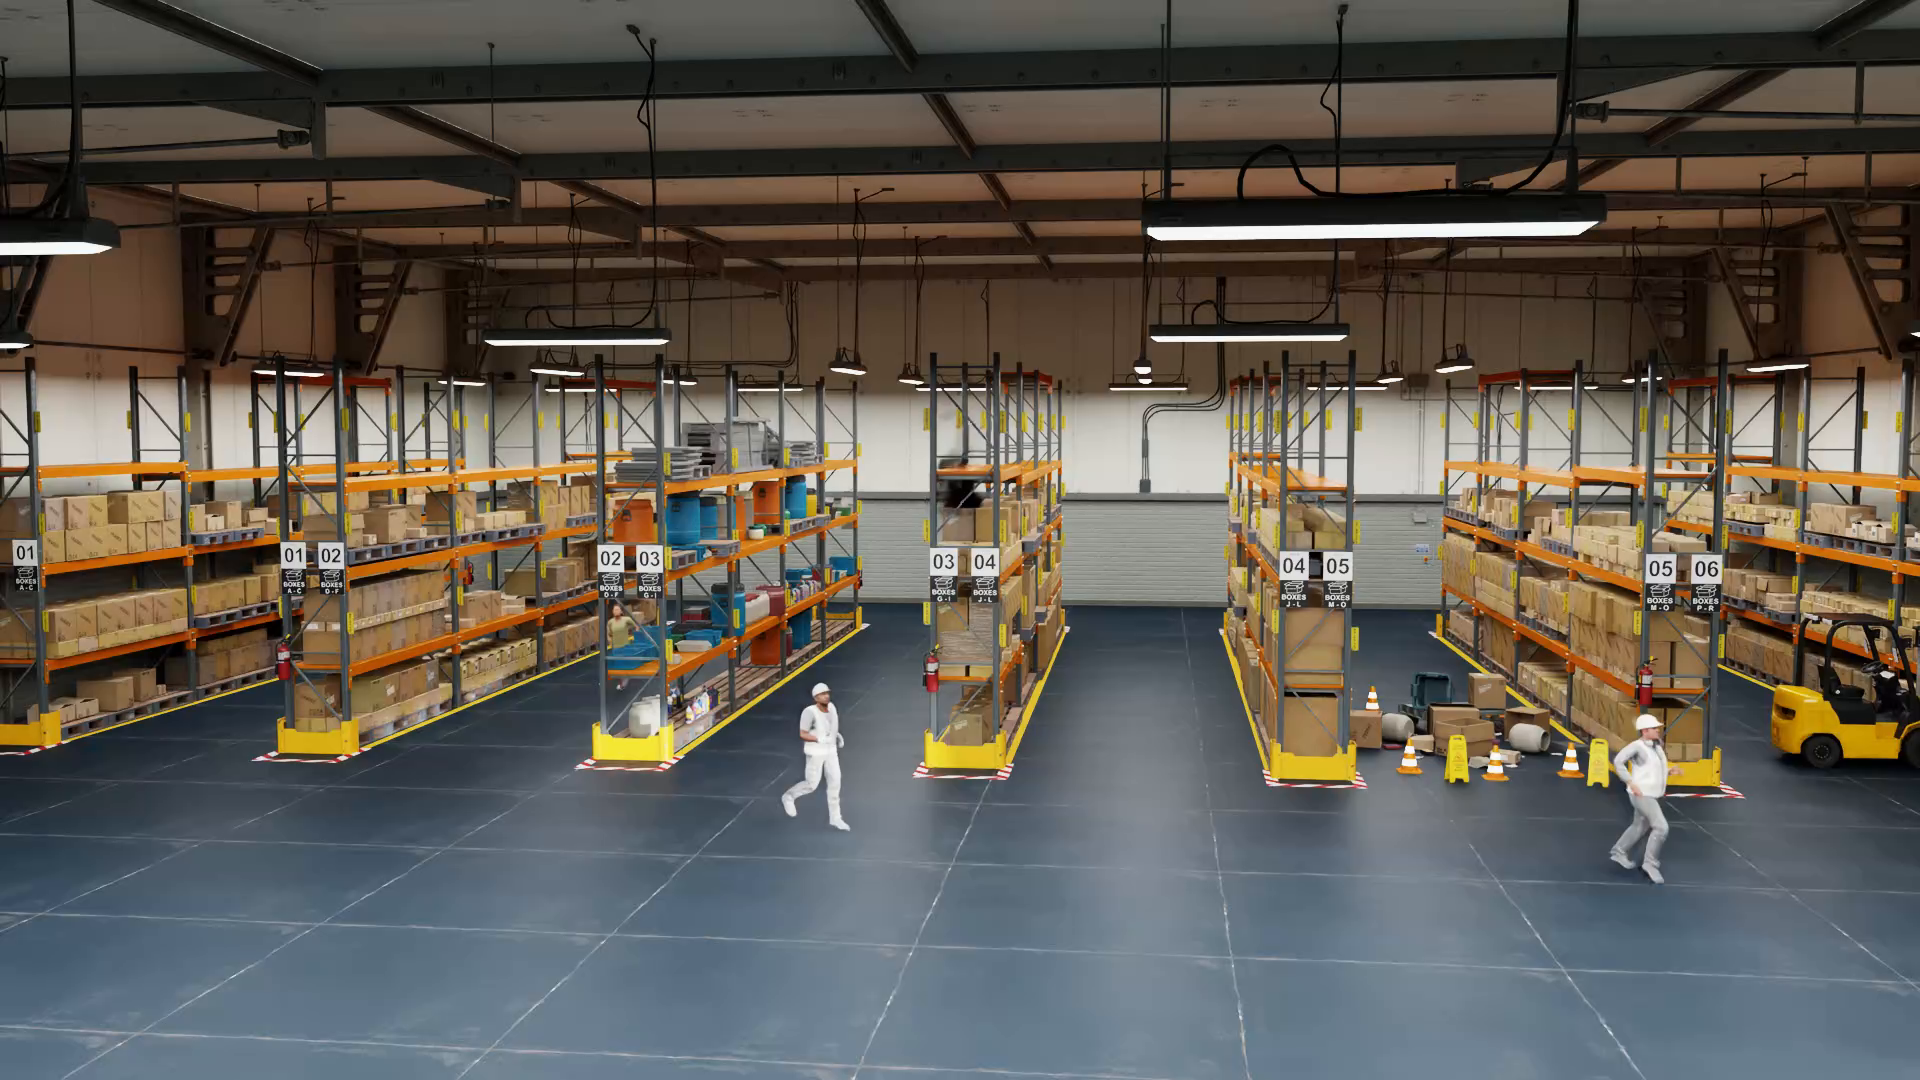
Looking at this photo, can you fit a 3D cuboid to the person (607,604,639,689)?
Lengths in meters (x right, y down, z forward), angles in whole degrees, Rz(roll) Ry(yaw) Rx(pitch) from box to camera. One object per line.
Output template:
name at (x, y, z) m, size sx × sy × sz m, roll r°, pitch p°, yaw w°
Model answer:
person at (-6.305, 2.033, 30.908) m, size 0.596 × 1.548 × 0.712 m, roll 0°, pitch 4°, yaw 6°

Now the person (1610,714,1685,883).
person at (7.554, 2.832, 18.315) m, size 0.777 × 1.833 × 0.638 m, roll 4°, pitch 6°, yaw 44°

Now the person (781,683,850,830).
person at (-1.758, 2.654, 20.616) m, size 0.985 × 1.785 × 0.692 m, roll 3°, pitch 5°, yaw 41°
